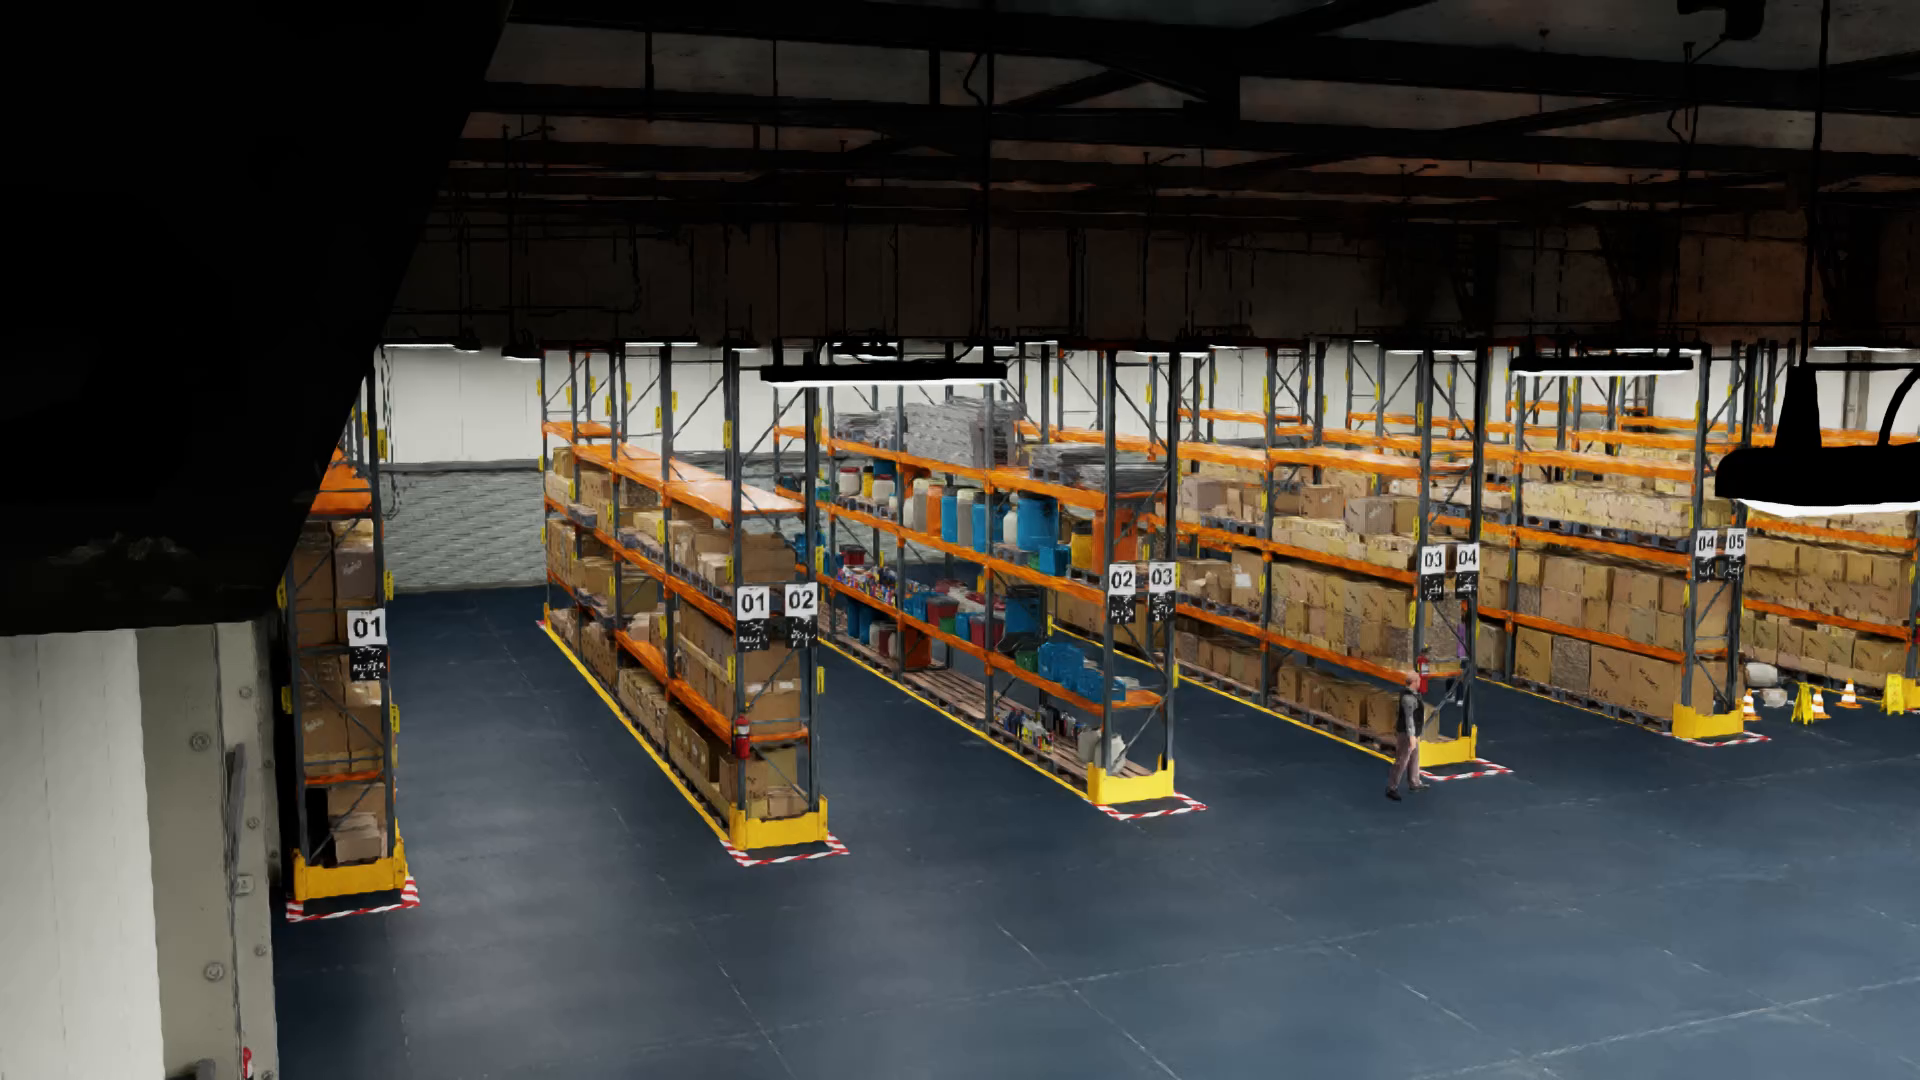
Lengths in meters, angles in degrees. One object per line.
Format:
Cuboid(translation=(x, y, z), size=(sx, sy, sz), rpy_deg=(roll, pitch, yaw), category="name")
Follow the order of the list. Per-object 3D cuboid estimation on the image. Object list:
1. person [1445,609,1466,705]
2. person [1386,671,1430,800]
Cuboid(translation=(8.302, 1.933, 27.667), size=(0.505, 1.603, 0.417), rpy_deg=(6, 9, 37), category="person")
Cuboid(translation=(6.031, 2.580, 22.286), size=(0.567, 1.709, 0.733), rpy_deg=(2, 8, 17), category="person")
